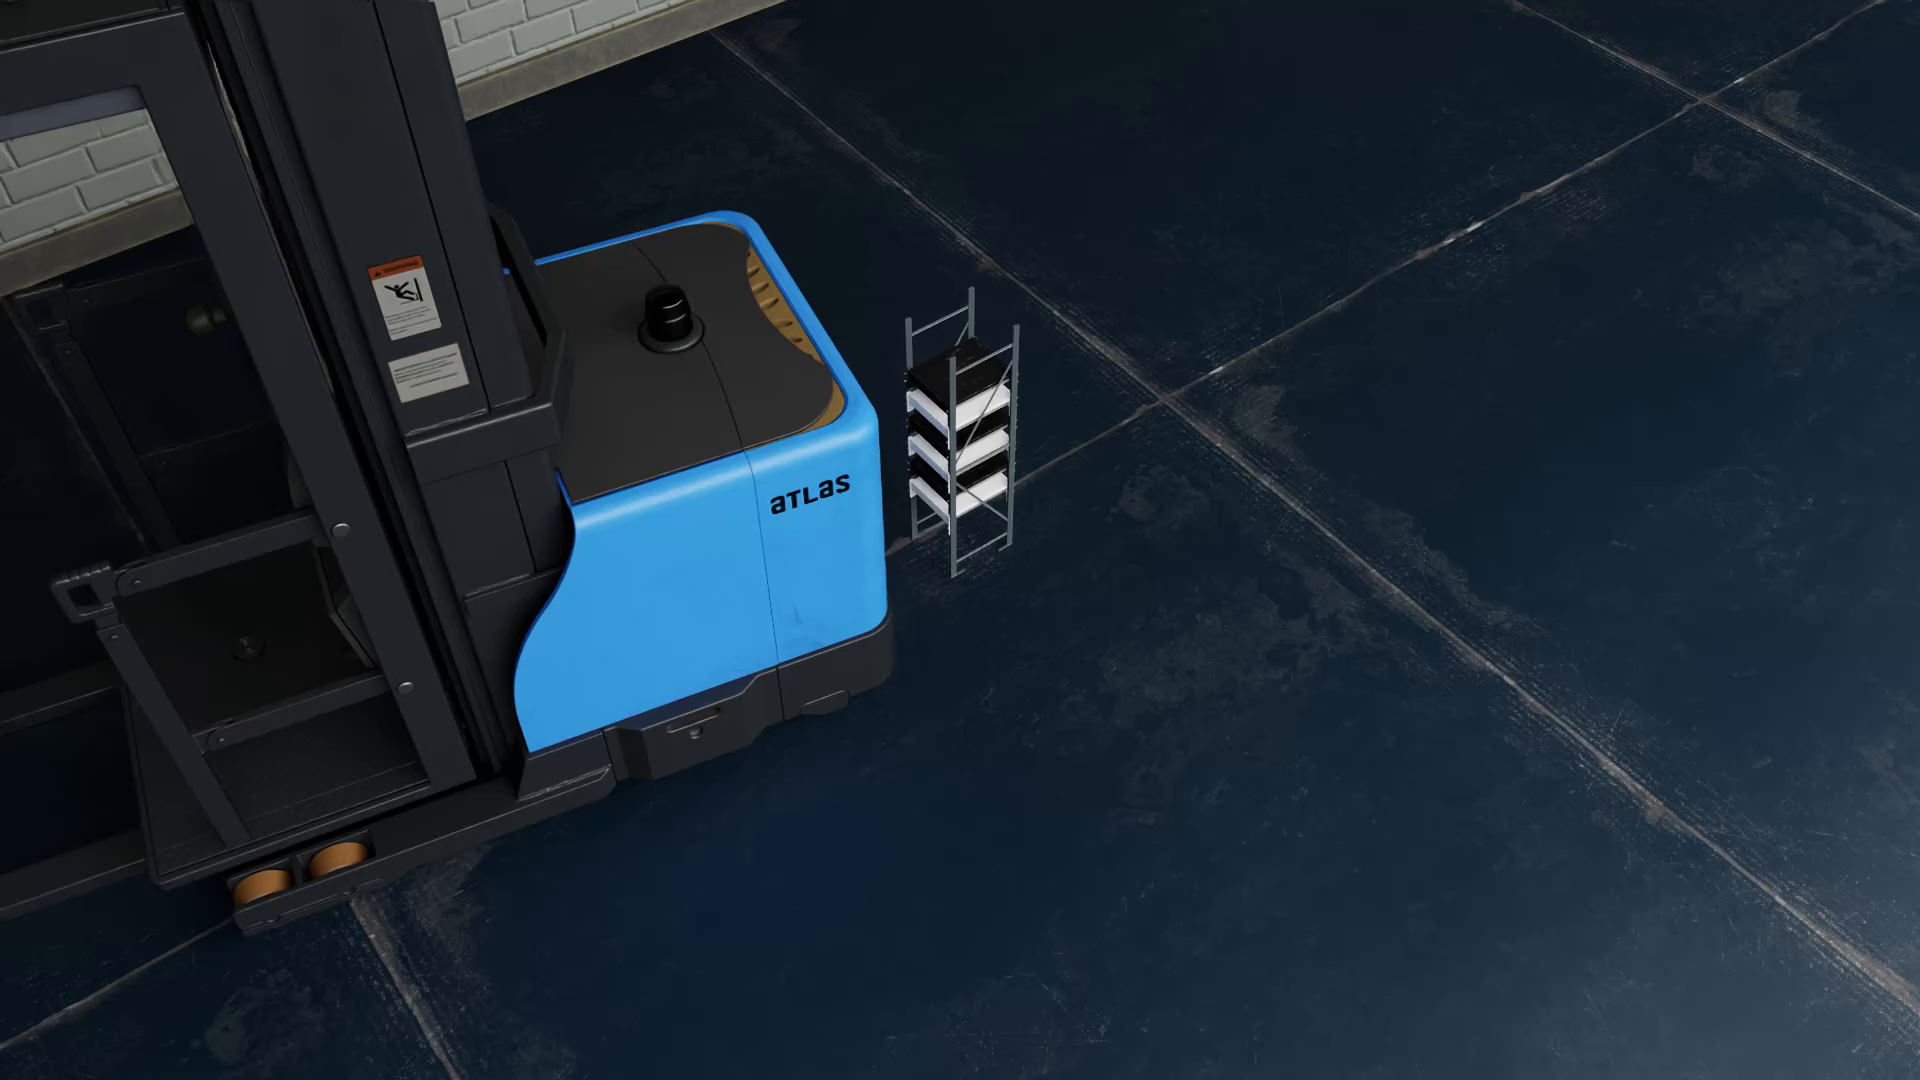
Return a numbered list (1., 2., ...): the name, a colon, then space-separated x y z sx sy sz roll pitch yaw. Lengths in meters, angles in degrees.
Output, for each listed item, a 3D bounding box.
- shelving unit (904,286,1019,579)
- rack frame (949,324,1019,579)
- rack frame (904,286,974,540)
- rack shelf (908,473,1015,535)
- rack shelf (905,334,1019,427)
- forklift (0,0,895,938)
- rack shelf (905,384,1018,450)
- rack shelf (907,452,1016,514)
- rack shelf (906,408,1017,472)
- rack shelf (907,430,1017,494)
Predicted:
1. shelving unit: 0.005 -0.297 4.912 0.258 0.900 0.210 -29 54 -24
2. rack frame: 0.066 -0.237 4.858 0.240 0.900 0.006 -29 54 -24
3. rack frame: -0.057 -0.357 4.967 0.240 0.900 0.006 -29 54 -24
4. rack shelf: 0.005 -0.154 5.070 0.258 0.077 0.200 -29 54 -24
5. rack shelf: 0.005 -0.456 4.737 0.258 0.077 0.200 -29 54 -24
6. forklift: -1.748 -0.422 3.654 3.031 2.935 1.130 -19 51 -17
7. rack shelf: 0.005 -0.396 4.804 0.258 0.077 0.200 -29 54 -24
8. rack shelf: 0.005 -0.215 5.004 0.258 0.077 0.200 -29 54 -24
9. rack shelf: 0.005 -0.336 4.870 0.258 0.077 0.200 -29 54 -24
10. rack shelf: 0.005 -0.275 4.937 0.258 0.077 0.200 -29 54 -24
